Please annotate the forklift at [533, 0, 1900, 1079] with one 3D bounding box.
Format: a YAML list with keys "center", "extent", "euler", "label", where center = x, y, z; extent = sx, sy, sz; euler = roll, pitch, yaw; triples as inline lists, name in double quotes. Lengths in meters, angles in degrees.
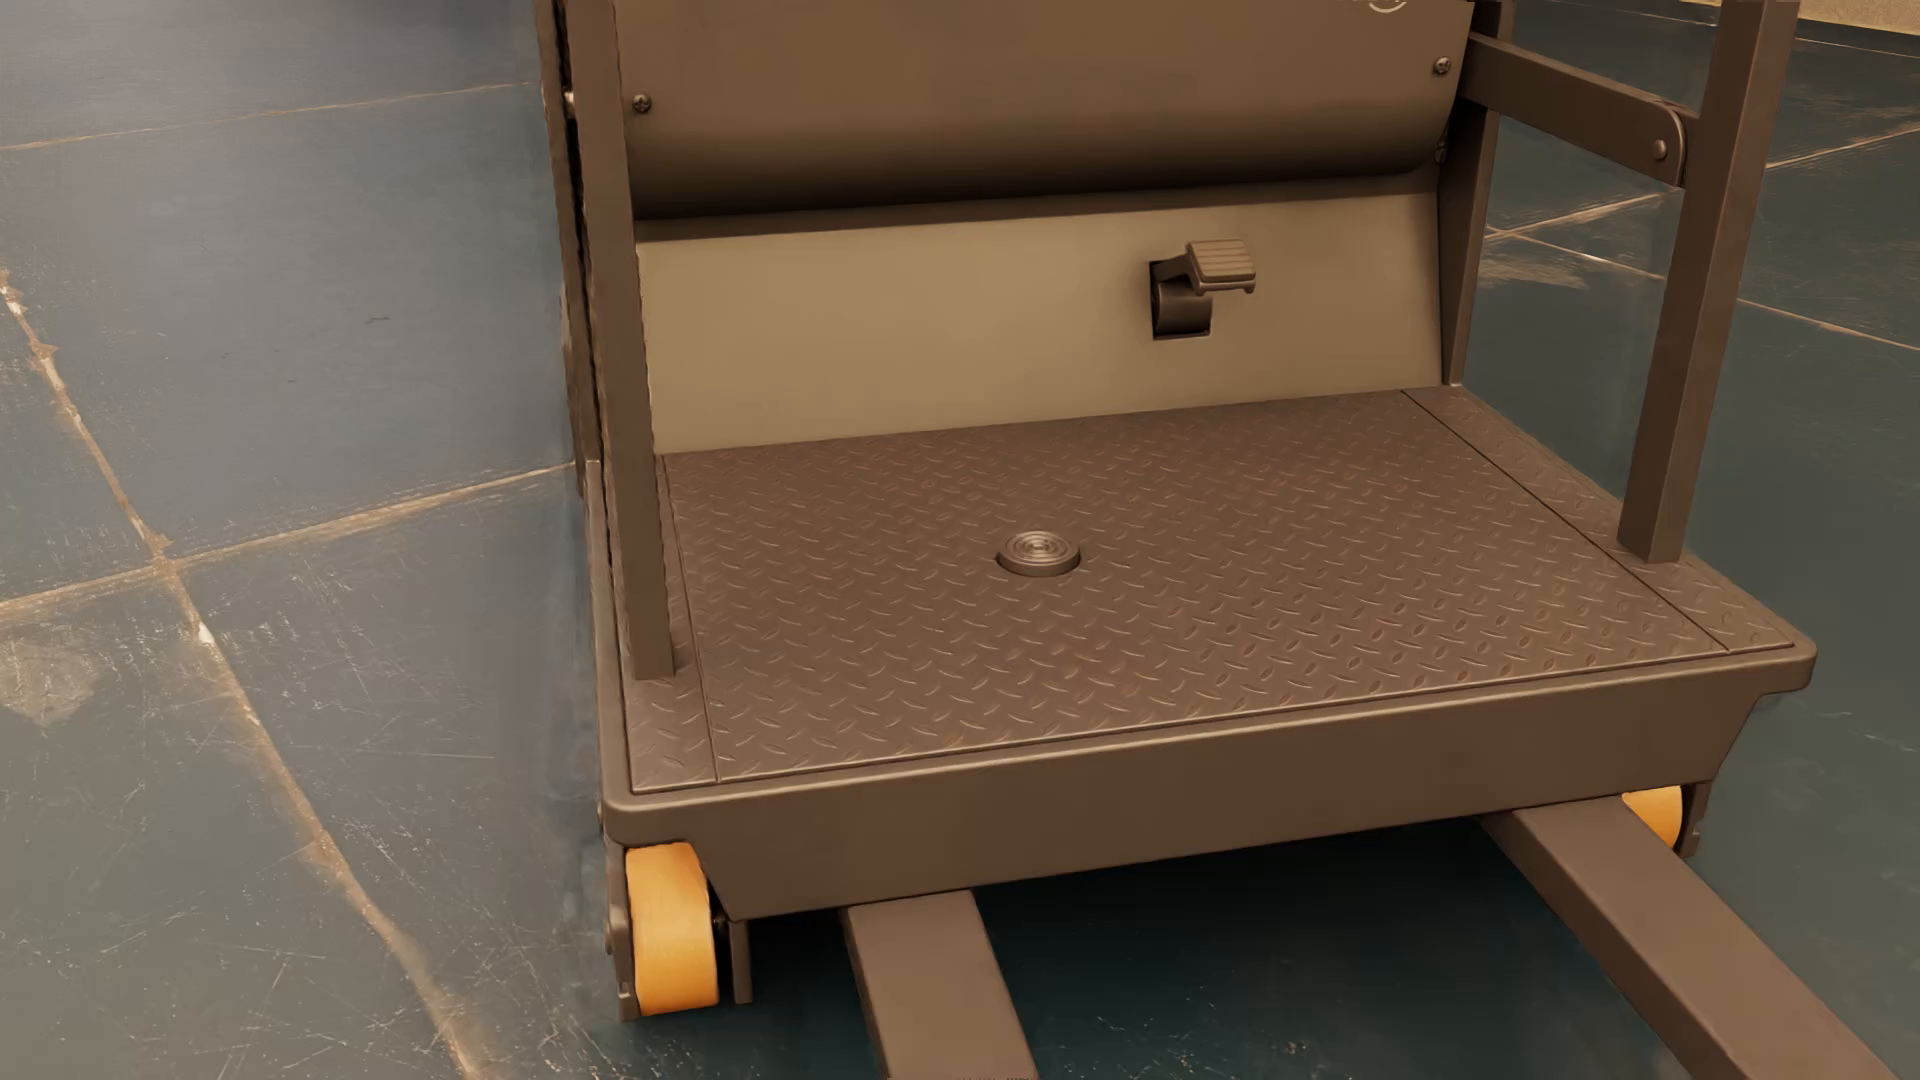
- center: [0.149, -1.042, 1.309]
  extent: [1.130, 2.935, 3.031]
  euler: [-6, 27, -11]
  label: "forklift"
